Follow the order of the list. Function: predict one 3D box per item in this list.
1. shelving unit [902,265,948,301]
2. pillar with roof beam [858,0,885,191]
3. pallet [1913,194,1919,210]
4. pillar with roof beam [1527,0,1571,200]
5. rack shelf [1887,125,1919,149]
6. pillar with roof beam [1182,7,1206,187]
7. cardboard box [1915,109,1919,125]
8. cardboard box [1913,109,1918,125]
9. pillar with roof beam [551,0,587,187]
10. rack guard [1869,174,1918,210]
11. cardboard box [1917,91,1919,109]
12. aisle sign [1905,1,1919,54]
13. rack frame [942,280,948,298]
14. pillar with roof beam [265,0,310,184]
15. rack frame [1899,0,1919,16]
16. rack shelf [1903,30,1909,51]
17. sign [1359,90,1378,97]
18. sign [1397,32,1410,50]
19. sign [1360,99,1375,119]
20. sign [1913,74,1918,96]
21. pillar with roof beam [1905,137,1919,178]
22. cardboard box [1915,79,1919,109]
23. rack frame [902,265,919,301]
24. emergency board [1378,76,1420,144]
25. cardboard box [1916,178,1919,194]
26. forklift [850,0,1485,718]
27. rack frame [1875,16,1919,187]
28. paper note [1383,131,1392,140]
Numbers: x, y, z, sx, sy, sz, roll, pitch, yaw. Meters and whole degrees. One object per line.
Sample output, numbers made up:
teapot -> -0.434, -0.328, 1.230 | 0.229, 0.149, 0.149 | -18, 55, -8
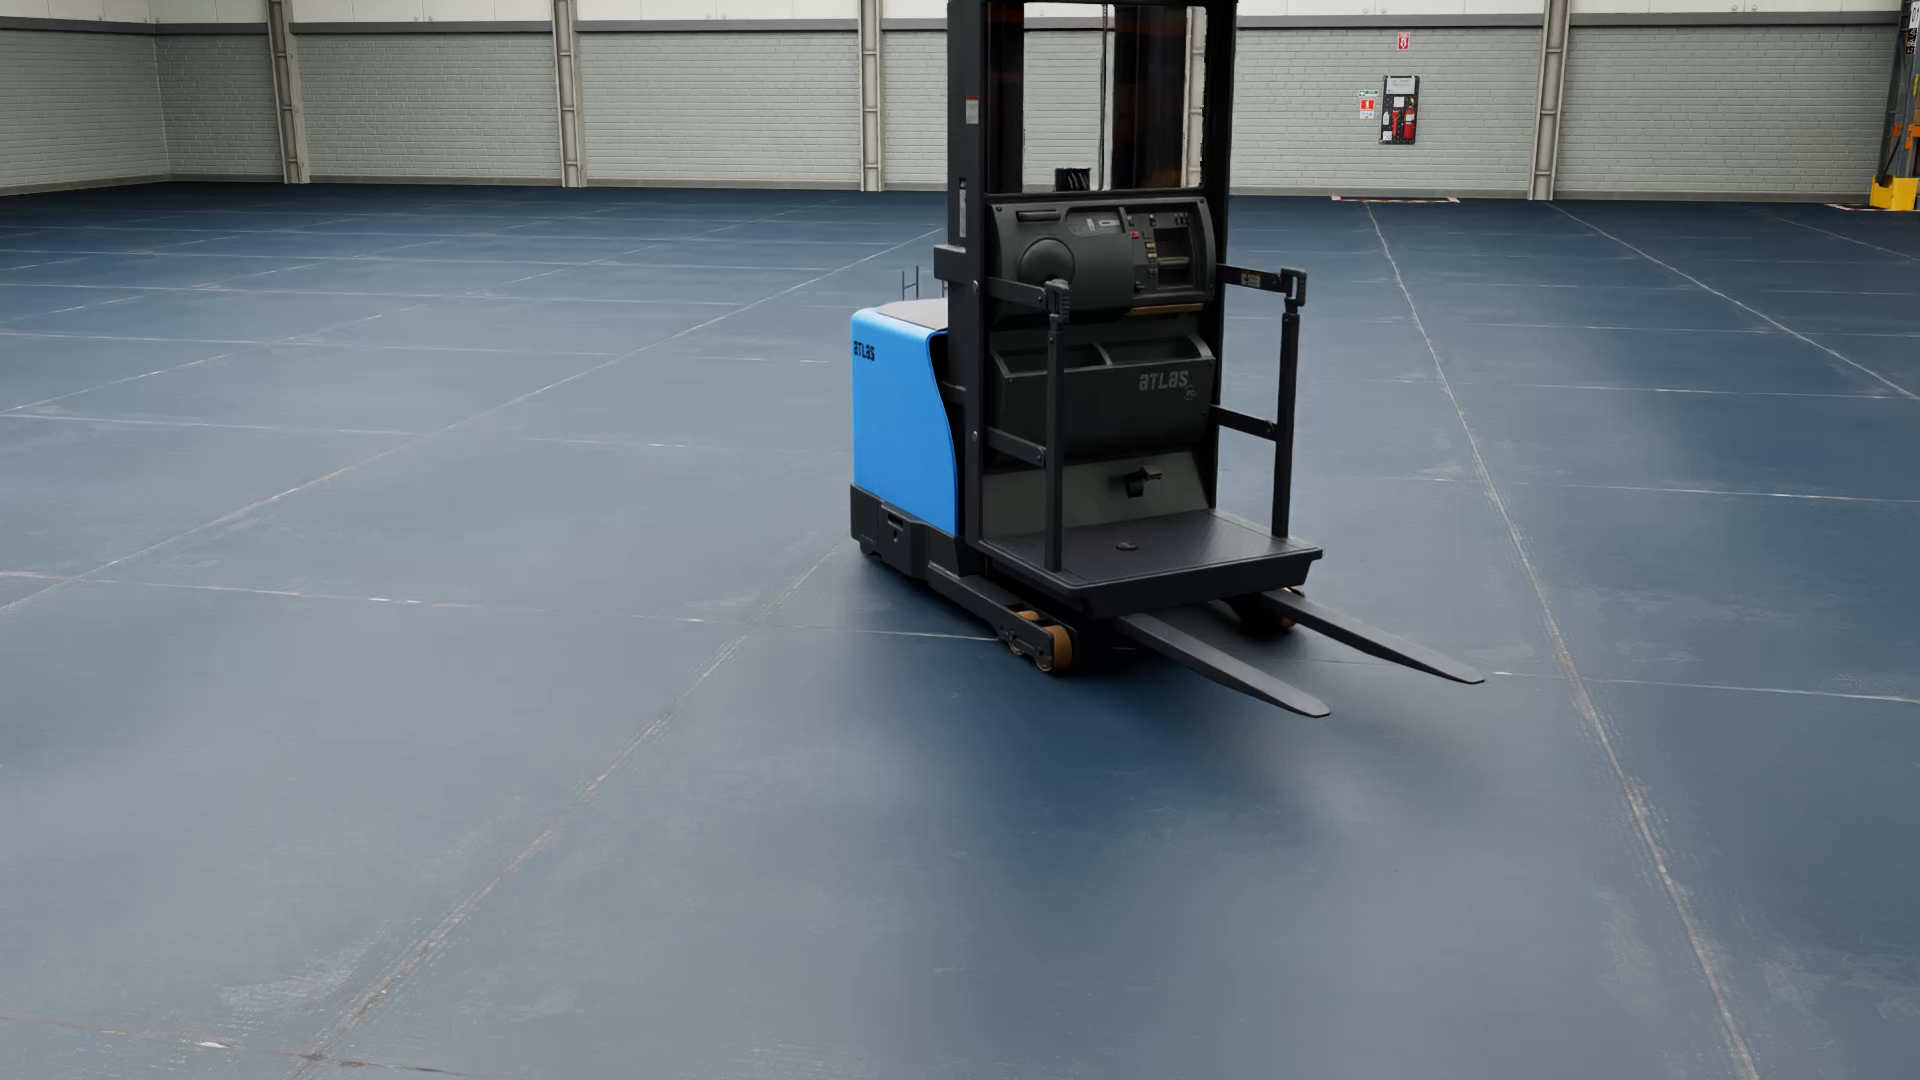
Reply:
shelving unit -> -0.135, -0.647, 7.652 | 0.189, 1.200, 0.258 | 4, 16, 15
pillar with roof beam -> -2.498, -9.794, 26.064 | 0.400, 9.000, 9.100 | 3, 16, 11
pallet -> 16.004, -5.482, 26.960 | 1.213, 0.211, 1.003 | 3, 16, 11
pillar with roof beam -> 9.261, -9.156, 23.760 | 0.400, 9.000, 9.100 | 3, 16, 11
rack shelf -> 17.100, -6.430, 26.503 | 4.000, 0.370, 1.077 | 3, 16, 11
pillar with roof beam -> 3.382, -9.475, 24.912 | 0.400, 9.000, 9.100 | 3, 16, 11
cardboard box -> 15.555, -6.711, 26.415 | 0.500, 0.250, 0.500 | 3, 16, 9
cardboard box -> 15.637, -6.846, 26.902 | 0.500, 0.250, 0.500 | 3, 16, 12
pillar with roof beam -> -8.378, -10.114, 27.216 | 0.400, 9.000, 9.100 | 3, 16, 11
rack guard -> 15.215, -5.674, 27.110 | 0.348, 0.500, 1.175 | 3, 16, 11
cardboard box -> 15.548, -7.078, 26.333 | 0.500, 0.500, 0.500 | 3, 16, 11
aisle sign -> 15.010, -8.061, 26.175 | 0.004, 0.787, 0.394 | 3, 16, 11
rack frame -> -0.047, -0.641, 7.628 | 0.006, 1.200, 0.240 | 4, 16, 15
pillar with roof beam -> -14.257, -10.433, 28.369 | 0.400, 9.000, 9.100 | 3, 16, 11
rack frame -> 15.140, -9.774, 25.991 | 0.127, 3.000, 1.000 | 3, 16, 11
rack shelf -> 17.100, -7.875, 26.103 | 4.000, 0.370, 1.077 | 3, 16, 11
sign -> 7.187, -7.859, 29.256 | 0.331, 0.109, 0.001 | 3, 16, 11
sign -> 7.717, -8.676, 28.923 | 0.199, 0.298, 0.001 | 3, 16, 11
sign -> 7.184, -7.606, 29.336 | 0.234, 0.329, 0.001 | 3, 16, 11
sign -> 15.033, -7.158, 26.163 | 0.005, 0.325, 0.100 | 3, 16, 11
pillar with roof beam -> 15.141, -8.837, 22.607 | 0.400, 9.000, 9.100 | 3, 16, 11
cardboard box -> 15.645, -7.212, 26.819 | 0.500, 0.500, 0.500 | 3, 16, 10
rack frame -> -0.224, -0.654, 7.675 | 0.006, 1.200, 0.240 | 4, 16, 15
emergency board -> 7.705, -7.532, 29.137 | 0.643, 1.169, 0.194 | 3, 16, 11
cardboard box -> 15.801, -5.739, 26.874 | 0.500, 0.311, 0.500 | 1, 16, 5
forklift -> 0.641, -1.081, 5.976 | 1.130, 2.935, 3.031 | -8, 17, -26
rack frame -> 15.140, -6.883, 26.791 | 0.127, 3.000, 1.000 | 3, 16, 11
paper note -> 7.545, -7.135, 29.353 | 0.142, 0.148, 0.016 | 3, 16, 11
